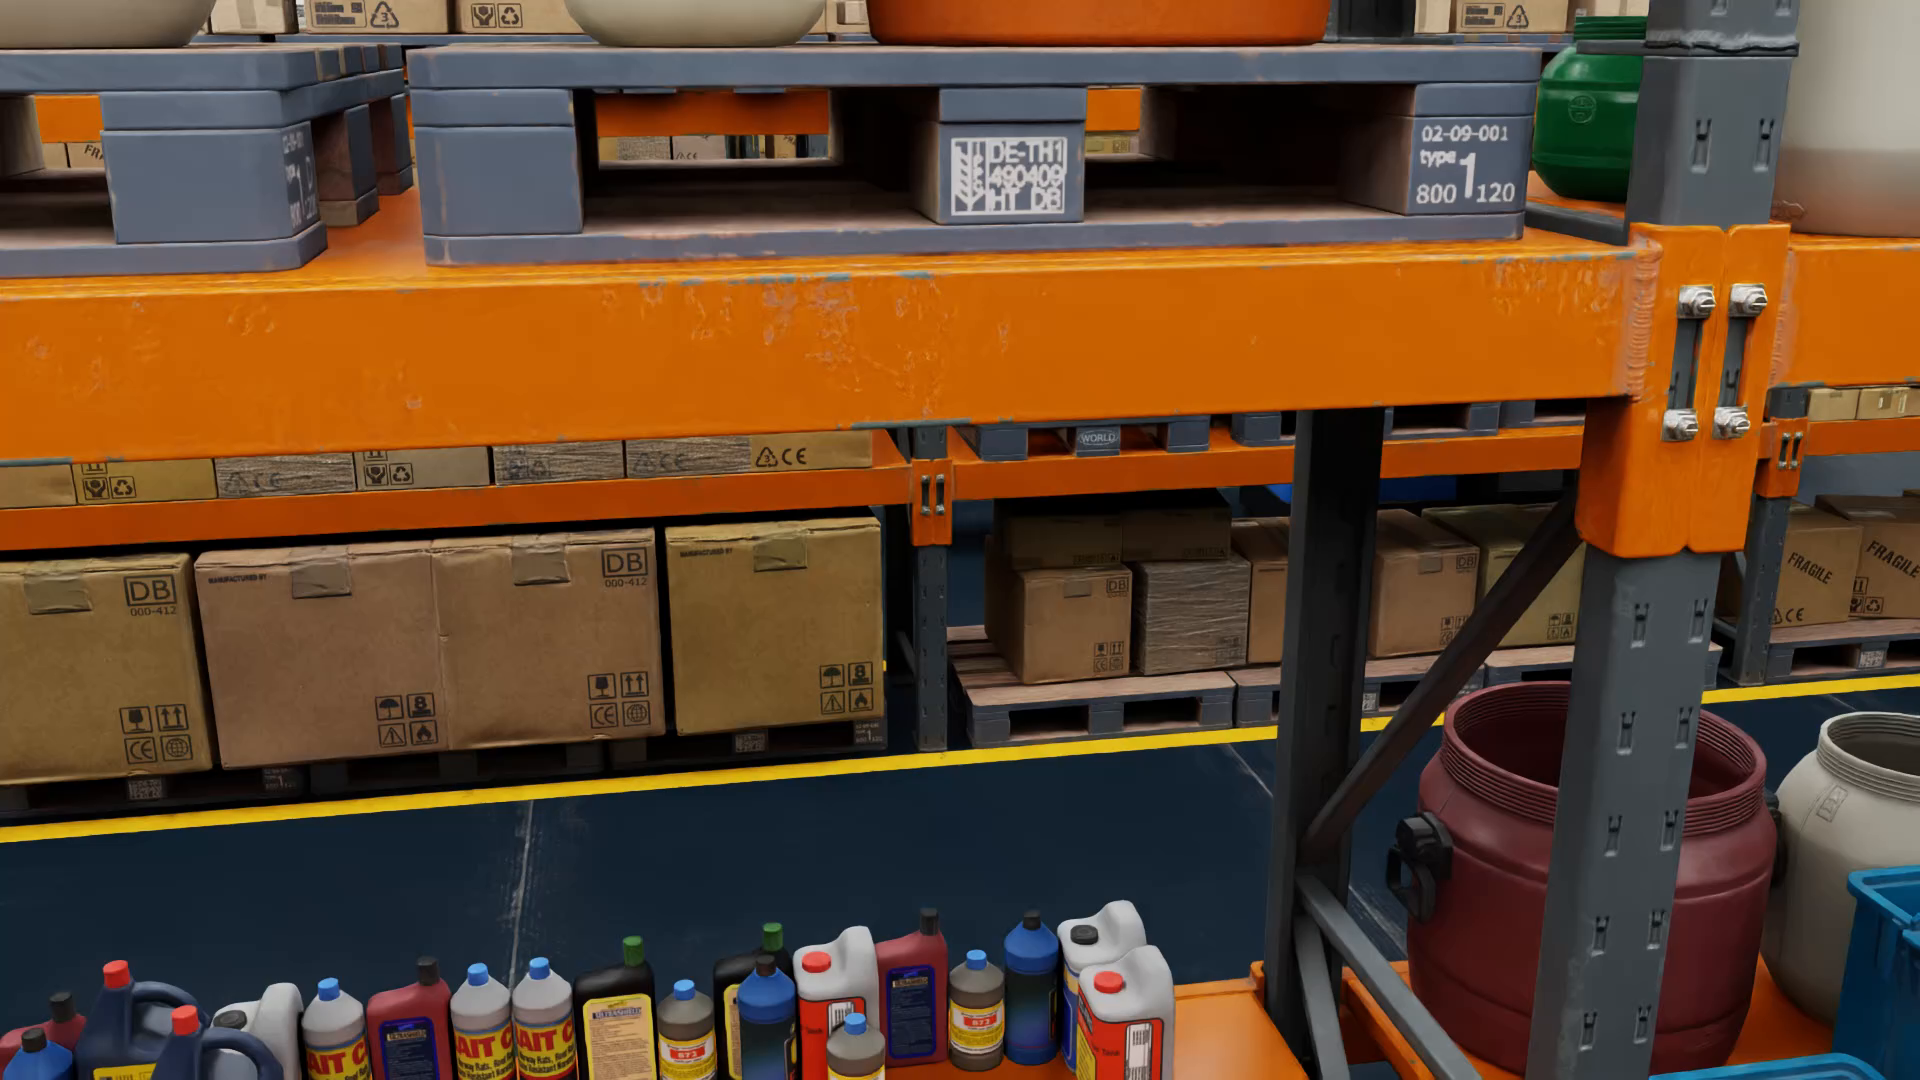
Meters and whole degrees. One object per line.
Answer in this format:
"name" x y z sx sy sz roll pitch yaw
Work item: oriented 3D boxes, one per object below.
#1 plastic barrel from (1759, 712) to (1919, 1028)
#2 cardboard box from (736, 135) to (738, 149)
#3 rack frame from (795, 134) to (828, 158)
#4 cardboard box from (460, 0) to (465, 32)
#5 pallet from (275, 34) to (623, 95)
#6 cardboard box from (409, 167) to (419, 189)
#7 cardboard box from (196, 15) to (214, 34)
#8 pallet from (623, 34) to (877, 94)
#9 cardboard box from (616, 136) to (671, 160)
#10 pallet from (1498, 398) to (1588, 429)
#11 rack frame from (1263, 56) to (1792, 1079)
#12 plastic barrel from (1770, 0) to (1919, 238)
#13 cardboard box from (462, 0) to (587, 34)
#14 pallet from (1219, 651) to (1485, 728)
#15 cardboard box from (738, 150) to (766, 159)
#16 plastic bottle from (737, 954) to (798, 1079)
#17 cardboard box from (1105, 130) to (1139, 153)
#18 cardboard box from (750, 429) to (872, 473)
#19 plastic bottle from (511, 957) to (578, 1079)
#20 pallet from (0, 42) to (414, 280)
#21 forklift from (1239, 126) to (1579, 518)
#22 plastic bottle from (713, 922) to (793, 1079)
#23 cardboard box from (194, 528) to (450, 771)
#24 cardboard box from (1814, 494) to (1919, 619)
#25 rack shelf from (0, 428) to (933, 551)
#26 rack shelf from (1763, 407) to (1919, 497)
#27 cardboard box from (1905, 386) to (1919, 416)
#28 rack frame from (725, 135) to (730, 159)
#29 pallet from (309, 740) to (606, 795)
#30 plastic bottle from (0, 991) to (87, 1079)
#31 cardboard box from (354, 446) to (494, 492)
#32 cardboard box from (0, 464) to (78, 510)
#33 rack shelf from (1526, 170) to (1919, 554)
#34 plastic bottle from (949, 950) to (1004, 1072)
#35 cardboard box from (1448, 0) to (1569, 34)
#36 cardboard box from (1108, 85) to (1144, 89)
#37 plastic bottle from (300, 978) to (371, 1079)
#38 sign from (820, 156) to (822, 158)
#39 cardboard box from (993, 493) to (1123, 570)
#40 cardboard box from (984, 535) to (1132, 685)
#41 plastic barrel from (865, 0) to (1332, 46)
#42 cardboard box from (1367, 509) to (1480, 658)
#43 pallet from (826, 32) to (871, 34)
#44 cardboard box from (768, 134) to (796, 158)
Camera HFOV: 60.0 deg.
"plastic barrel" 1.699 0.610 3.028 0.421 0.512 0.421 0 17 0
"cardboard box" -2.647 -5.206 21.556 0.500 0.250 0.500 -3 17 -9
"rack frame" -1.052 -2.081 11.979 0.127 3.000 1.000 -3 17 -10
"cardboard box" -3.438 -3.591 10.894 0.637 0.503 0.797 -3 17 -11
"pallet" -1.930 -1.875 6.521 1.213 0.211 1.003 -2 17 -8
"cardboard box" -5.025 -3.428 15.766 0.500 0.250 0.500 -3 17 -10
"cardboard box" -3.043 -2.050 6.206 0.500 0.311 0.500 -4 17 -12
"pallet" -0.832 -1.938 6.726 1.003 0.211 1.213 -2 17 -8
"cardboard box" -3.050 -3.893 16.005 0.500 0.500 0.500 -3 17 -9
"pallet" 2.939 -0.776 8.057 1.213 0.211 1.003 -3 17 -10
"rack frame" 0.729 0.782 2.657 0.127 3.000 1.000 -3 17 -10
"plastic barrel" 1.093 -0.634 1.969 0.421 0.512 0.421 0 17 0
"cardboard box" -1.626 -2.200 6.372 0.500 0.500 0.500 -2 17 -7
"pallet" 1.753 0.577 8.073 1.213 0.211 1.003 -3 17 -10
"cardboard box" -2.553 -4.816 21.138 0.500 0.250 0.500 -3 17 -10
"plastic bottle" -0.319 0.816 2.764 0.097 0.271 0.097 0 17 0
"cardboard box" 1.388 -2.743 12.261 0.500 0.500 0.700 -3 17 -10
"cardboard box" -0.648 -0.595 6.969 0.500 0.500 0.500 -3 17 -9
"plastic bottle" -0.688 0.819 2.755 0.097 0.271 0.097 0 17 0
"pallet" -1.334 -0.475 1.961 1.213 0.211 1.003 -3 17 -10
"forklift" 3.386 -1.517 10.259 3.031 2.935 1.130 -2 17 -6
"plastic bottle" -0.351 0.789 2.834 0.133 0.283 0.061 -3 17 -10
"cardboard box" -2.636 0.300 7.128 0.875 0.875 1.225 -4 17 -12
"cardboard box" 4.678 0.081 8.482 0.500 0.500 0.500 2 17 7
"rack shelf" -2.174 -0.191 7.049 4.000 0.370 1.077 -3 17 -10
"rack shelf" 5.681 -0.636 8.499 4.000 0.370 1.077 -3 17 -10
"cardboard box" 4.473 -0.706 7.929 0.250 0.149 0.380 -3 17 -10
"rack frame" -3.035 -4.933 21.265 0.127 3.000 1.000 -3 17 -10
"pallet" -2.194 0.776 7.425 1.213 0.211 1.003 -3 17 -10
"plastic bottle" -1.440 0.851 2.633 0.133 0.283 0.061 -3 17 -10
"cardboard box" -2.147 -0.511 6.695 0.500 0.500 0.500 -3 17 -9
"cardboard box" -3.638 -0.424 6.414 0.500 0.500 0.500 -3 17 -10
"rack shelf" 2.693 -0.419 2.685 4.000 0.370 1.077 -3 17 -10
"plastic bottle" 0.029 0.812 2.898 0.097 0.201 0.097 0 17 0
"cardboard box" 2.312 -2.502 7.350 0.637 0.503 0.797 -3 17 -8
"cardboard box" 0.804 -1.989 6.826 0.500 0.250 0.500 -3 17 -9
"plastic bottle" -1.010 0.837 2.696 0.097 0.271 0.097 0 17 0
"sign" -0.940 -2.441 11.313 0.005 0.325 0.100 -3 17 -10
"cardboard box" 0.442 -0.066 7.648 0.500 0.250 0.500 -3 17 -8
"cardboard box" 0.444 0.296 7.748 0.500 0.500 0.700 -4 18 -13
"plastic barrel" 0.171 -1.027 1.992 0.708 0.830 0.600 -3 17 -10
"cardboard box" 2.089 0.196 8.072 0.500 0.500 0.700 -5 18 -15
"pallet" -0.430 -3.476 11.733 1.003 0.211 1.213 -2 17 -8
"cardboard box" -1.604 -3.852 16.351 0.500 0.500 0.500 -4 17 -12
